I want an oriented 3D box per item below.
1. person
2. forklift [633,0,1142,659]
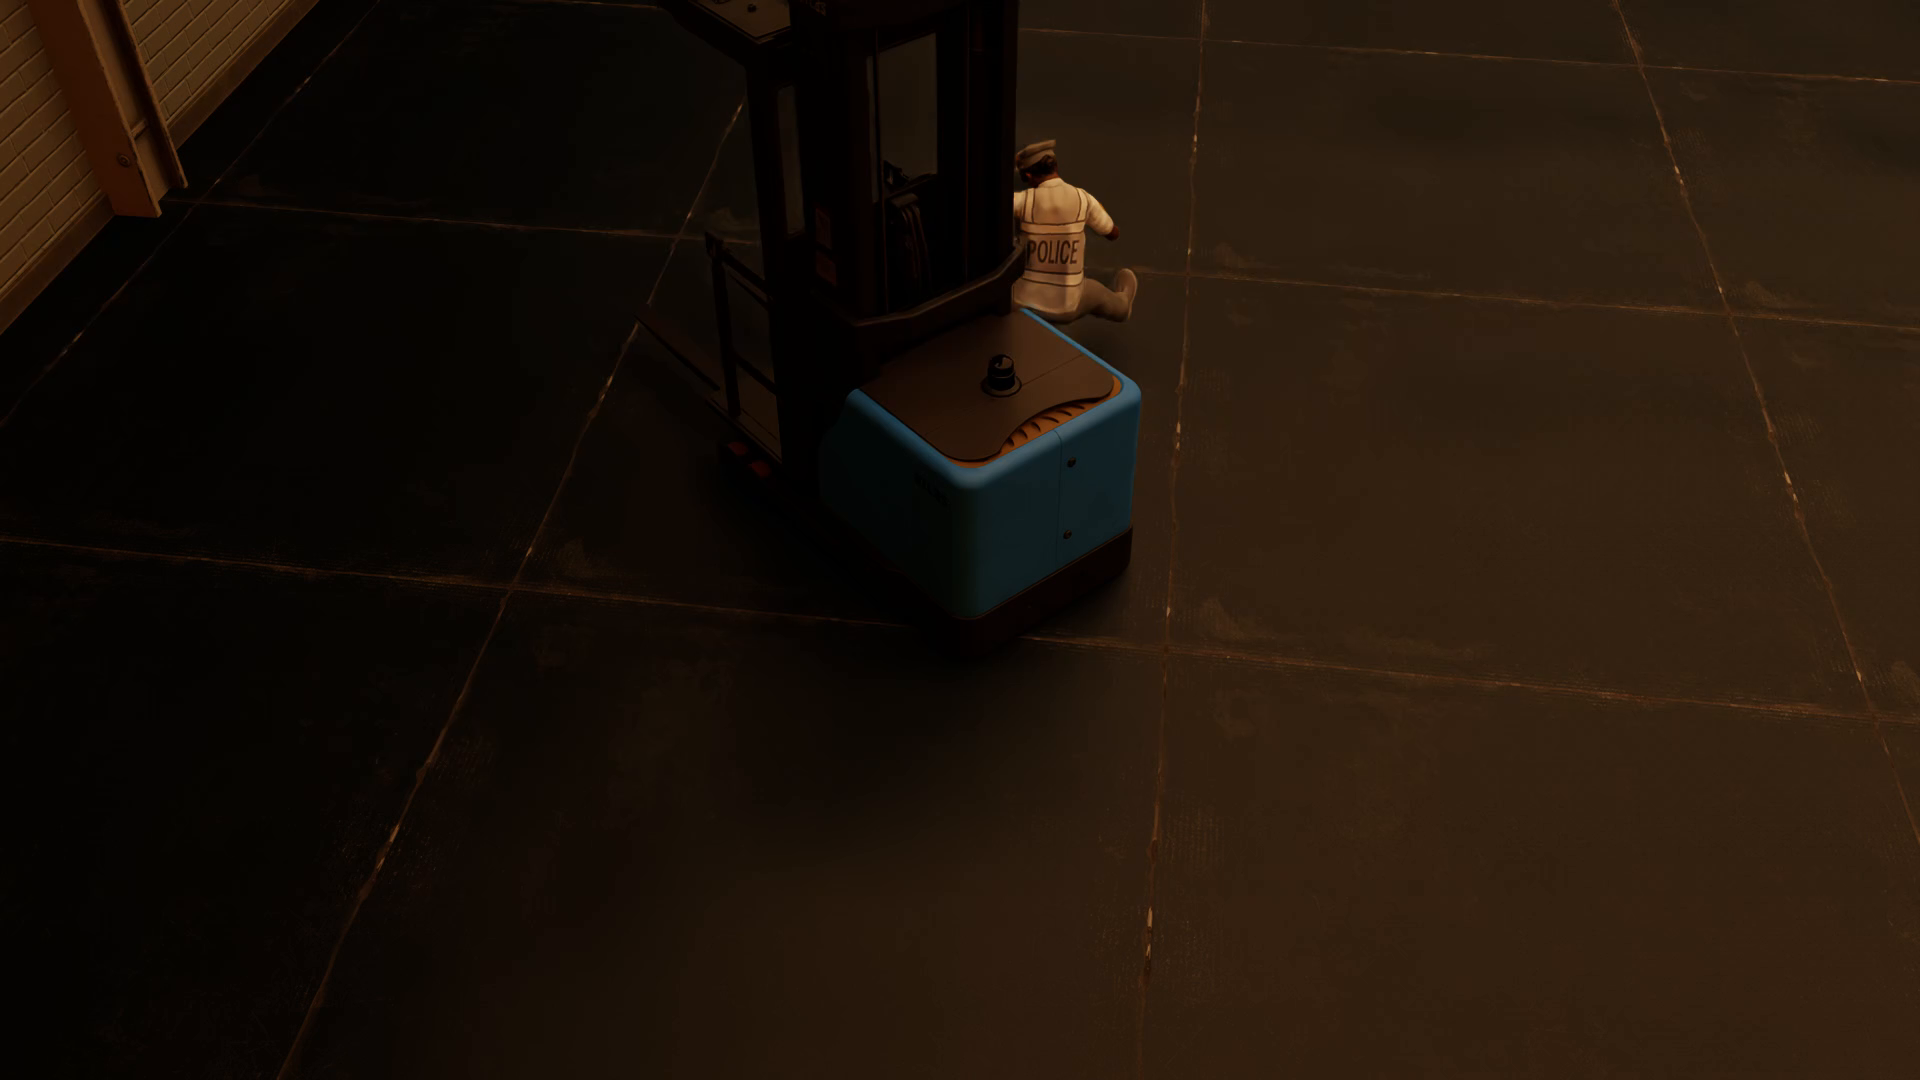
[{"bbox_3d":[0.399,-1.444,8.472,1.120,1.291,1.000,1,43,1],"label":"person"},{"bbox_3d":[-0.536,-1.499,7.356,1.130,2.935,3.031,-29,50,-28],"label":"forklift"}]
